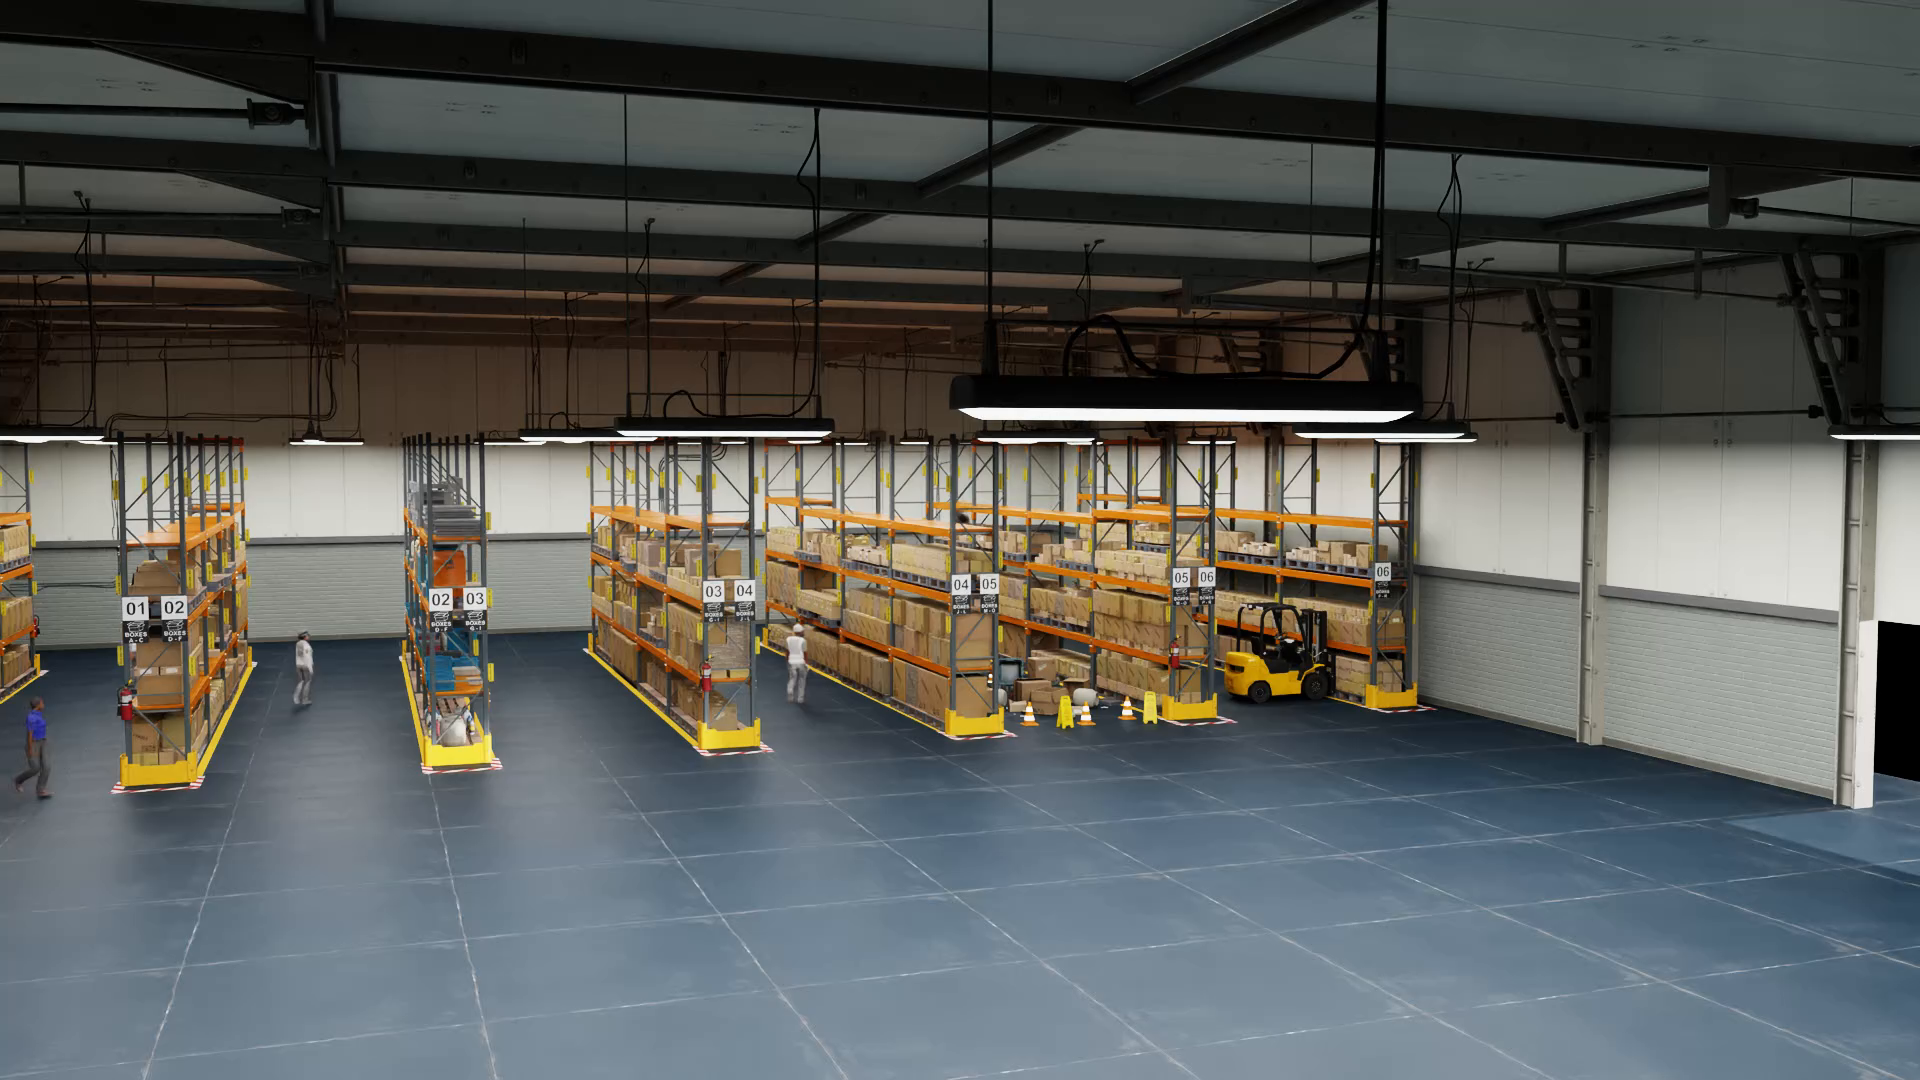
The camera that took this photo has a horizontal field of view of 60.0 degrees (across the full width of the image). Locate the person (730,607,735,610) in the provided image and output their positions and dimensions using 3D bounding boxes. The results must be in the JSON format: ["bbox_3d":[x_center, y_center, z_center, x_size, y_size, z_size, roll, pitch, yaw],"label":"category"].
[{"bbox_3d":[-6.689,2.172,48.521,0.516,1.781,0.631,2,4,38],"label":"person"}]

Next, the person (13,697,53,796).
[{"bbox_3d":[-15.221,3.439,27.303,0.587,1.519,0.476,1,3,13],"label":"person"}]

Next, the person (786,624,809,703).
[{"bbox_3d":[-3.645,2.764,37.141,0.557,1.777,0.669,1,3,13],"label":"person"}]

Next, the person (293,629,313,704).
[{"bbox_3d":[-14.606,2.817,36.981,0.479,1.682,0.471,1,3,20],"label":"person"}]

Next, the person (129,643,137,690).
[{"bbox_3d":[-19.545,2.663,39.458,0.440,1.796,0.593,1,3,16],"label":"person"}]
